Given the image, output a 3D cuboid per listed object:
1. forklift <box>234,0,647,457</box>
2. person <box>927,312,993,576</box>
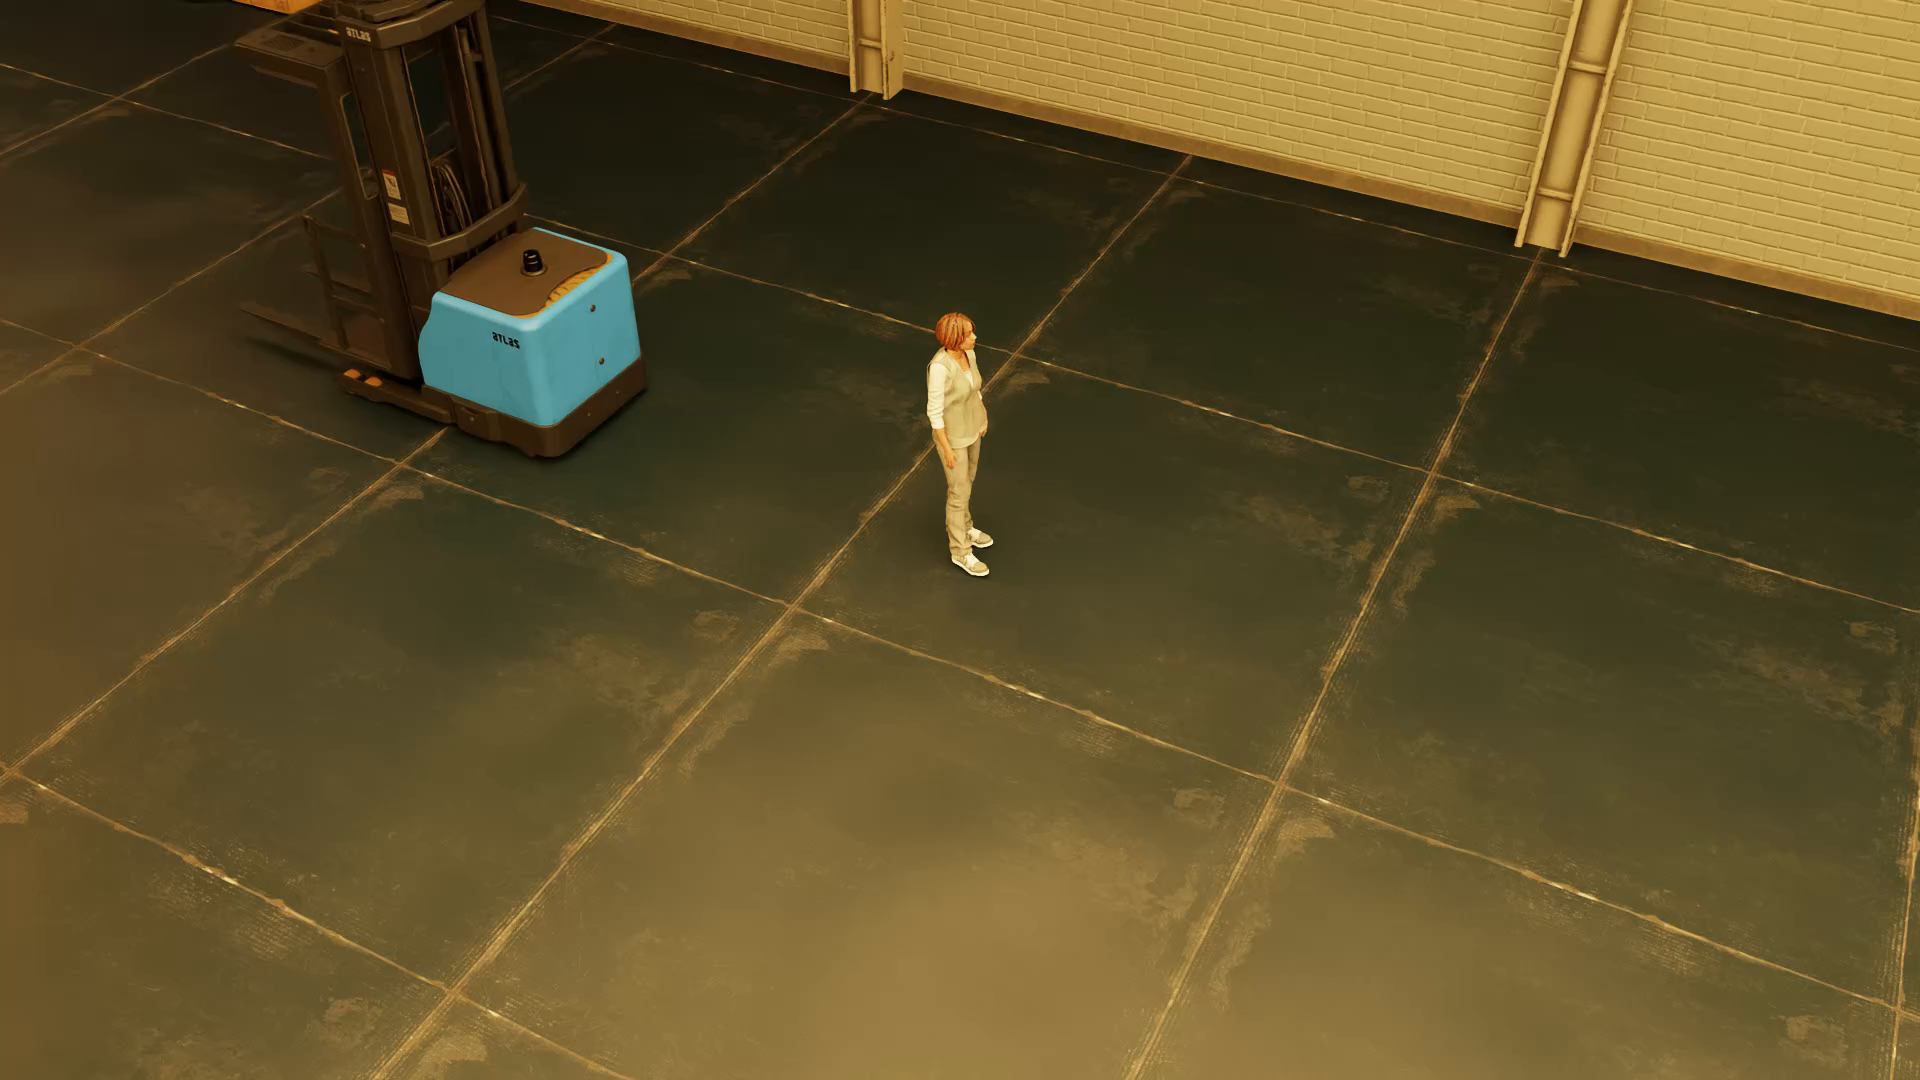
[{"bbox_3d":[-3.689,-2.344,10.769,3.031,2.935,1.130,20,44,22],"label":"forklift"},{"bbox_3d":[0.060,-0.586,9.707,0.473,1.599,0.520,18,43,21],"label":"person"}]
